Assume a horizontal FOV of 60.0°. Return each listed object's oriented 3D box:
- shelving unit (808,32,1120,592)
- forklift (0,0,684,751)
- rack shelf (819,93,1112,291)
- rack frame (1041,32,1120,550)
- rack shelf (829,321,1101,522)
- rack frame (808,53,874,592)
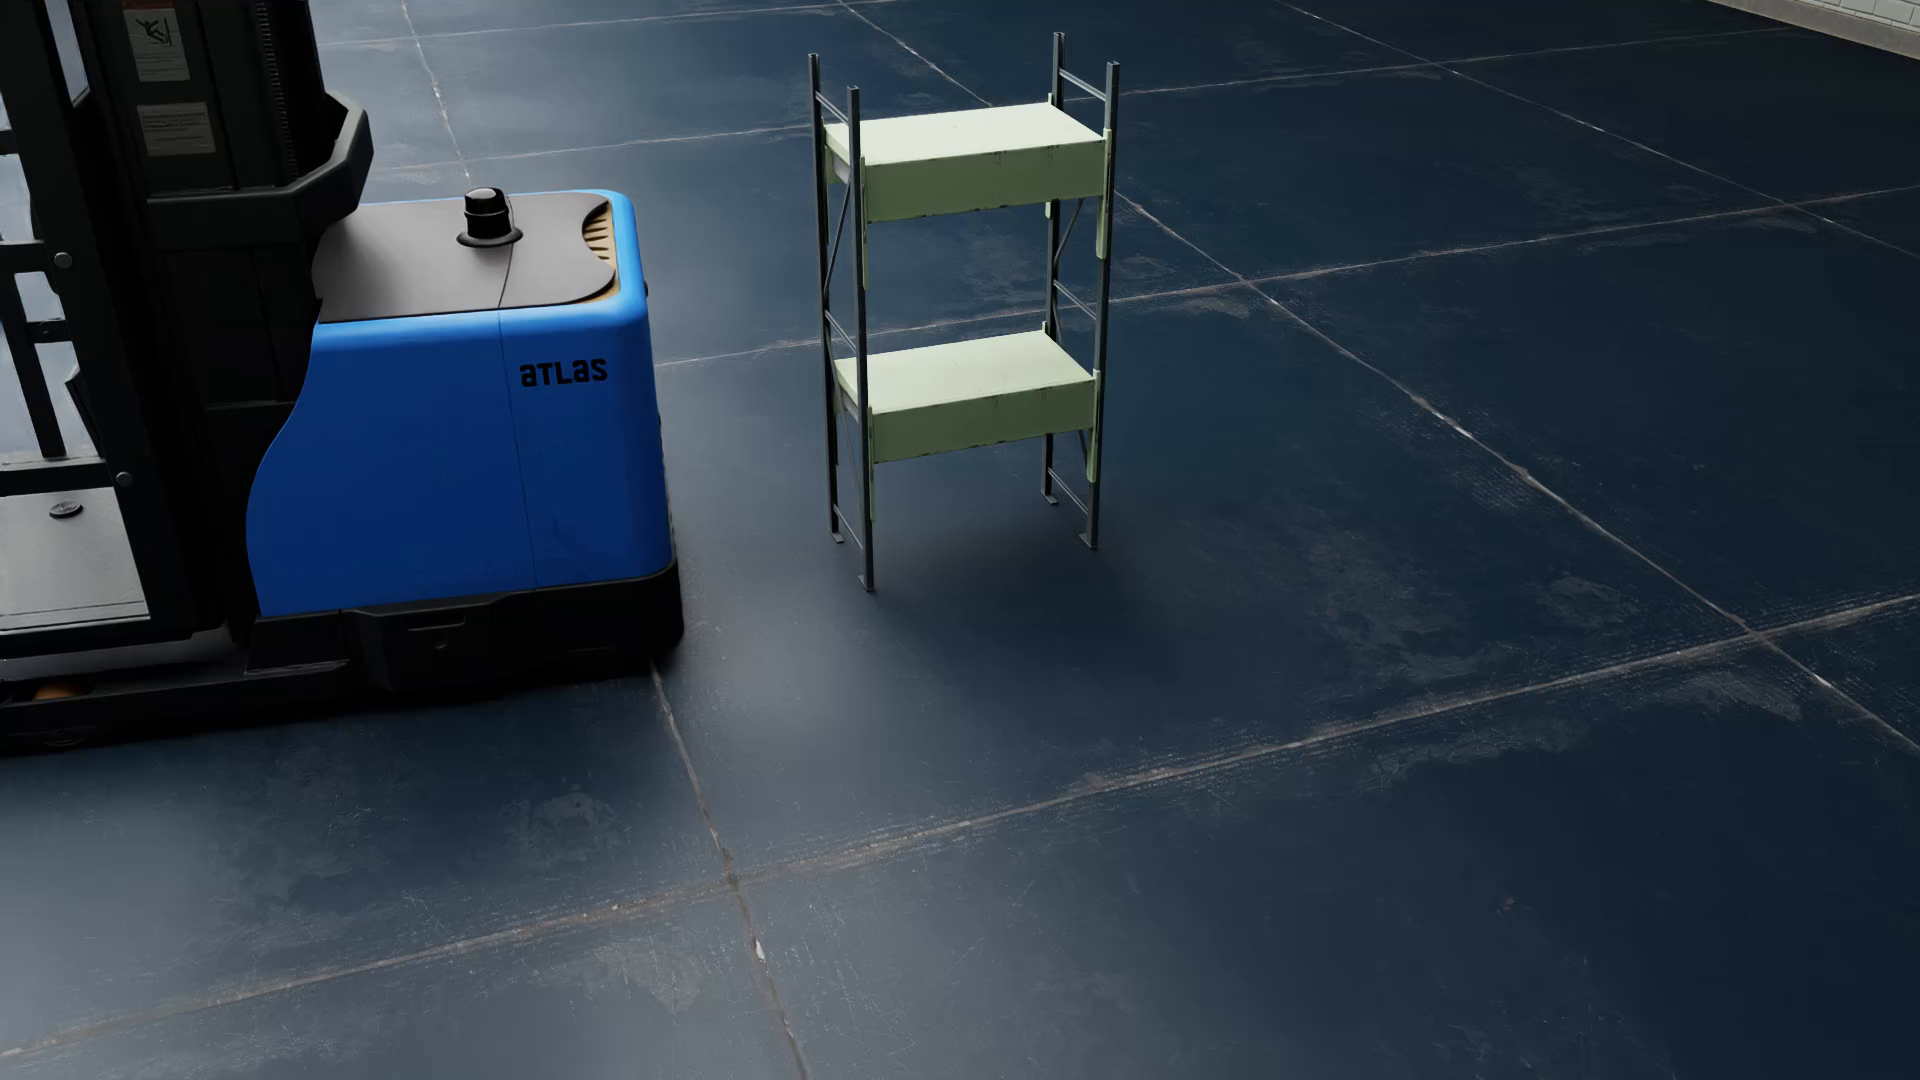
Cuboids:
[{"bbox_3d":[0.006,-0.653,4.881,0.755,1.500,0.431,-10,31,-18],"label":"shelving unit"},{"bbox_3d":[-2.343,-1.004,4.052,3.031,2.935,1.130,-6,30,-11],"label":"forklift"},{"bbox_3d":[0.006,-0.992,4.688,0.720,0.370,0.431,-10,31,-18],"label":"rack shelf"},{"bbox_3d":[0.349,-0.716,4.992,0.023,1.500,0.400,-10,31,-18],"label":"rack frame"},{"bbox_3d":[0.006,-0.370,5.042,0.720,0.370,0.431,-10,31,-18],"label":"rack shelf"},{"bbox_3d":[-0.337,-0.590,4.770,0.023,1.500,0.400,-10,31,-18],"label":"rack frame"}]
